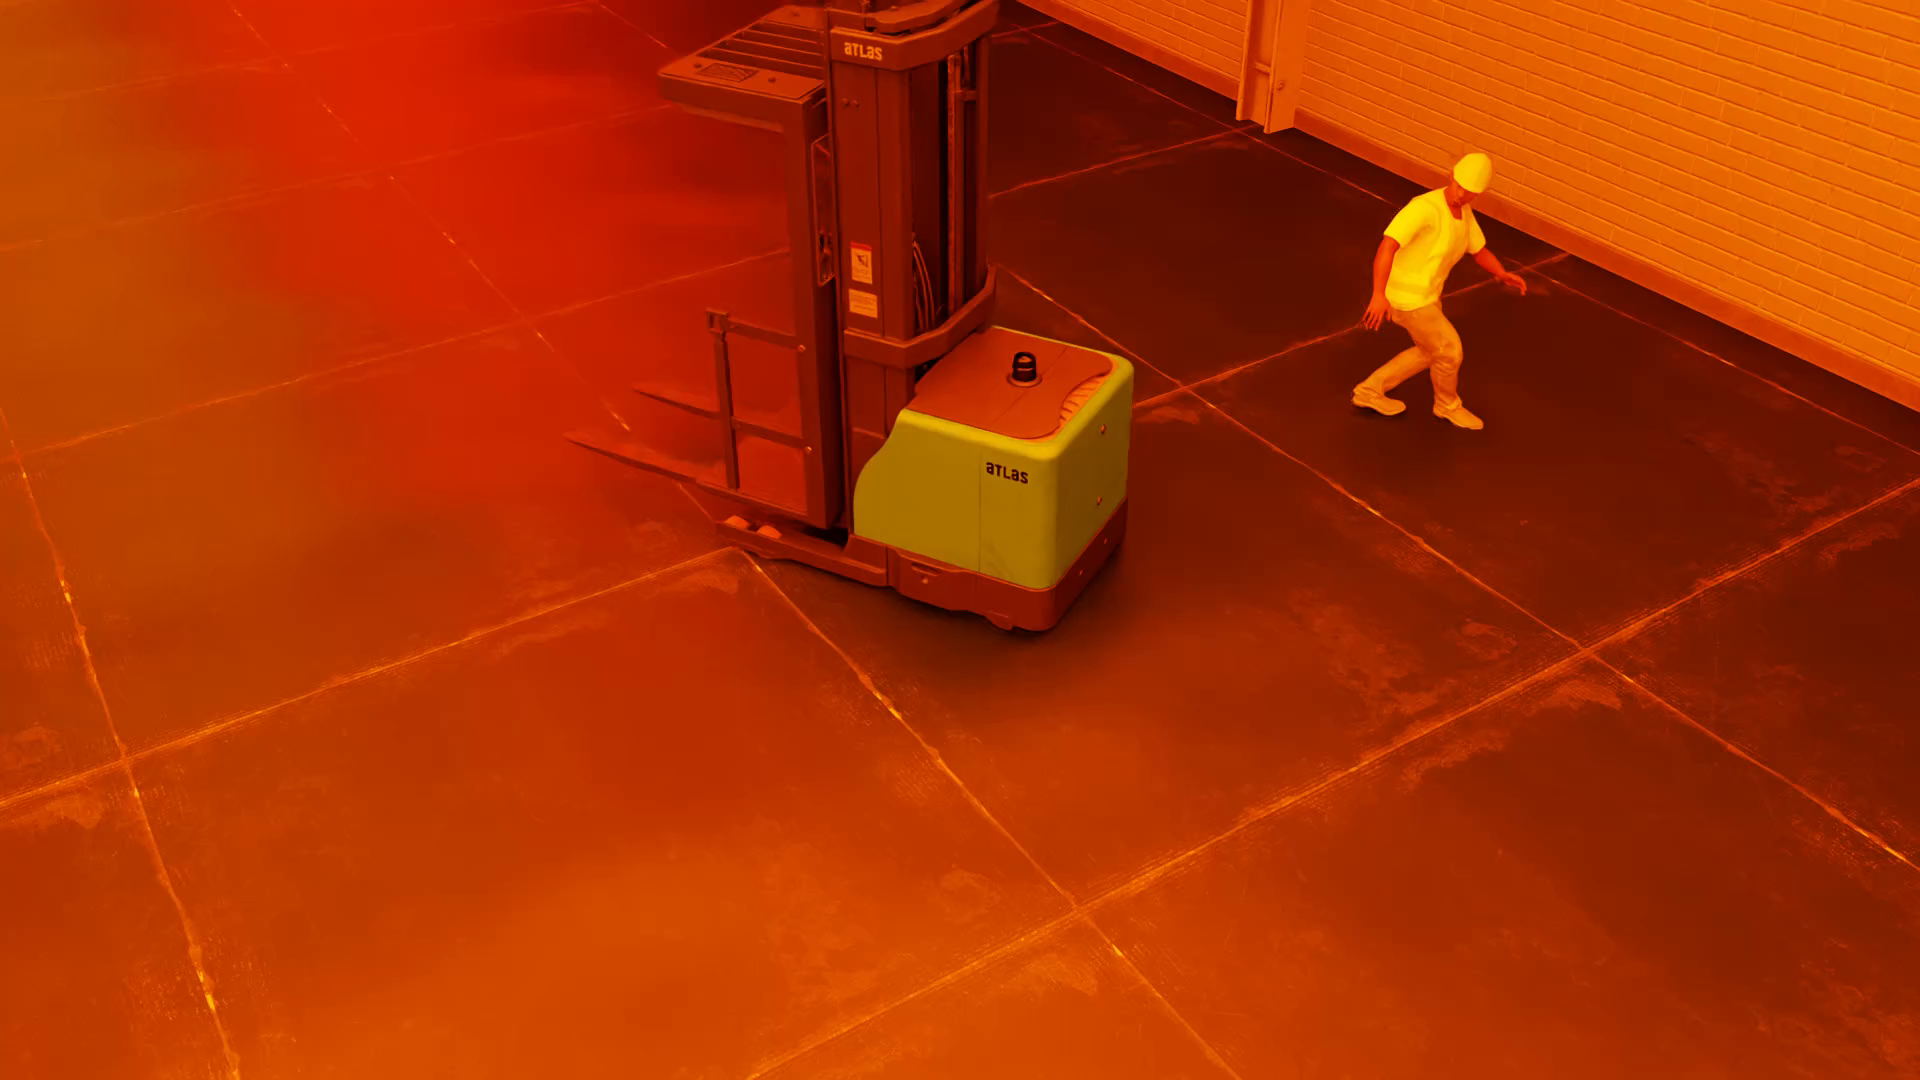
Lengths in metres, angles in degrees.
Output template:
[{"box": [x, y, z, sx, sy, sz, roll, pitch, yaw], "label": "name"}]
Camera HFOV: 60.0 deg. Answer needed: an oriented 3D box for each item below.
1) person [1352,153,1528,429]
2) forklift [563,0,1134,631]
[{"box": [2.661, -1.306, 9.165, 0.831, 1.632, 0.850, 16, 38, 21], "label": "person"}, {"box": [-0.686, -1.354, 8.074, 3.031, 2.935, 1.130, 17, 38, 22], "label": "forklift"}]
